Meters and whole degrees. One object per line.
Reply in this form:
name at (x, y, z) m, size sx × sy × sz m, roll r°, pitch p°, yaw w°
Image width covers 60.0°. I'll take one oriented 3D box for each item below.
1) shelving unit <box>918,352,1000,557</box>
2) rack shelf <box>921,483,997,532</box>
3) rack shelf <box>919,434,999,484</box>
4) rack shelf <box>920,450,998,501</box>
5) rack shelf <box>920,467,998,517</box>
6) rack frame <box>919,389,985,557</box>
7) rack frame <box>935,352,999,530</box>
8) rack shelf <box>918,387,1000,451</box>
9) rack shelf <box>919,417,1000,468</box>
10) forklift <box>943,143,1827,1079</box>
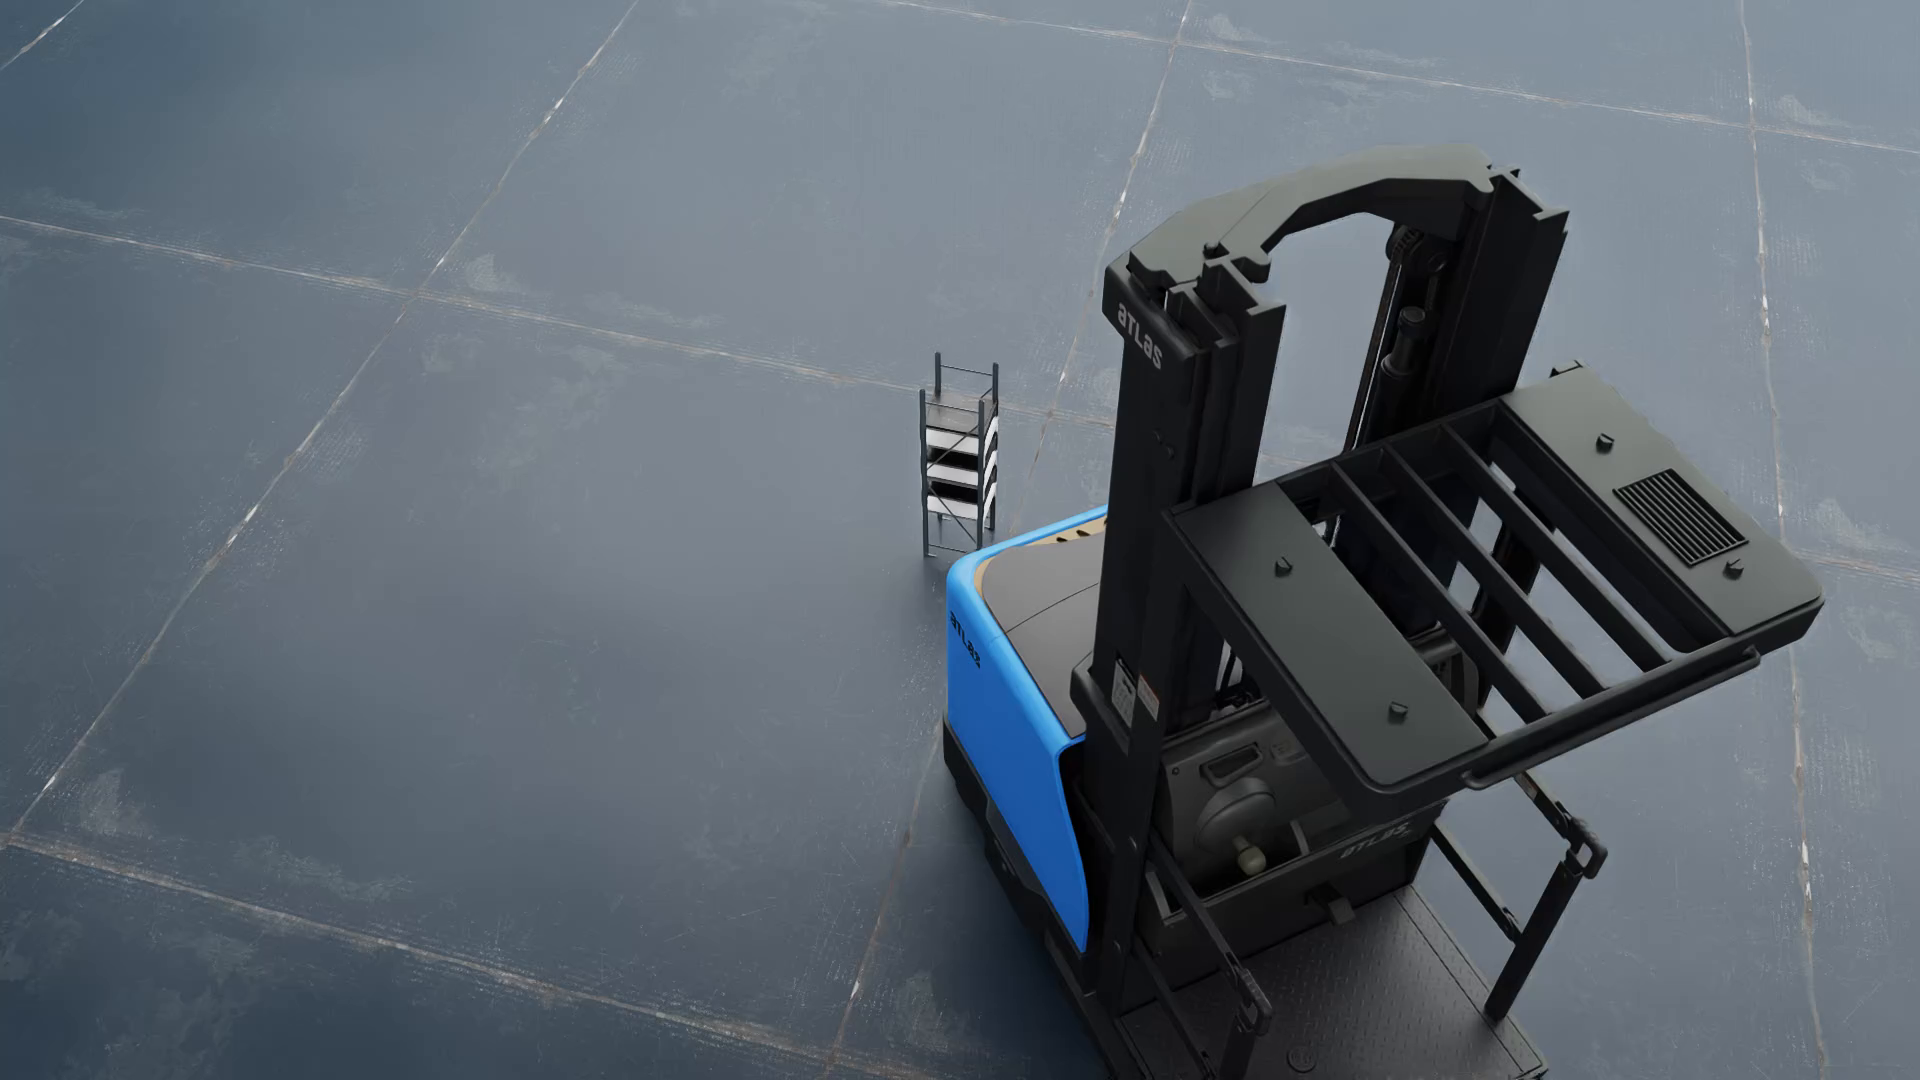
shelving unit at (-0.002, -0.292, 6.326) m, size 0.258 × 0.900 × 0.210 m, roll 12°, pitch 50°, yaw 10°
rack shelf at (-0.002, -0.151, 6.486) m, size 0.258 × 0.077 × 0.200 m, roll 12°, pitch 50°, yaw 10°
rack shelf at (-0.002, -0.329, 6.284) m, size 0.258 × 0.077 × 0.200 m, roll 12°, pitch 50°, yaw 10°
rack shelf at (-0.002, -0.270, 6.351) m, size 0.258 × 0.077 × 0.200 m, roll 12°, pitch 50°, yaw 10°
rack shelf at (-0.002, -0.210, 6.419) m, size 0.258 × 0.077 × 0.200 m, roll 12°, pitch 50°, yaw 10°
rack frame at (-0.029, -0.218, 6.261) m, size 0.240 × 0.900 × 0.006 m, roll 12°, pitch 50°, yaw 10°
rack frame at (0.025, -0.365, 6.391) m, size 0.240 × 0.900 × 0.006 m, roll 12°, pitch 50°, yaw 10°
rack shelf at (-0.002, -0.449, 6.149) m, size 0.258 × 0.077 × 0.200 m, roll 12°, pitch 50°, yaw 10°
rack shelf at (-0.002, -0.389, 6.216) m, size 0.258 × 0.077 × 0.200 m, roll 12°, pitch 50°, yaw 10°
forklift at (1.030, 0.653, 4.137) m, size 1.130 × 2.935 × 3.031 m, roll -20°, pitch 51°, yaw -17°
